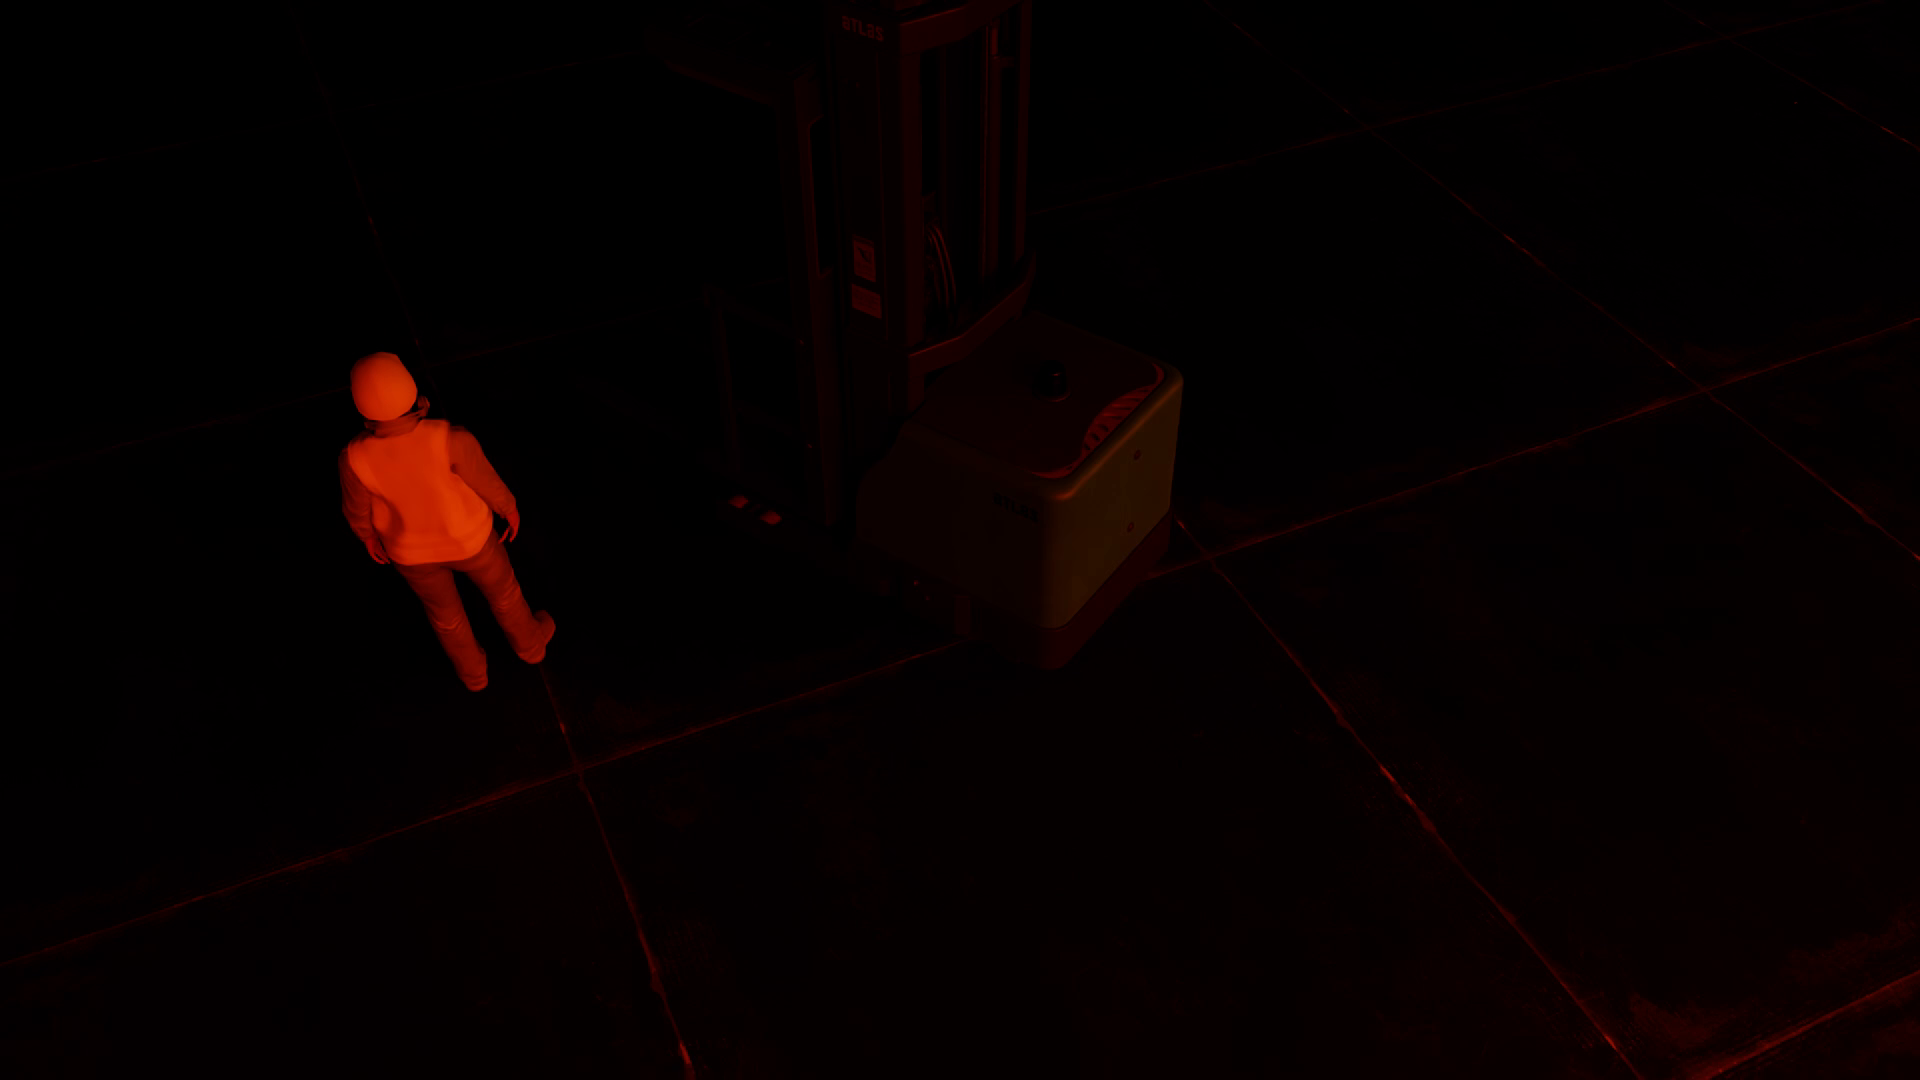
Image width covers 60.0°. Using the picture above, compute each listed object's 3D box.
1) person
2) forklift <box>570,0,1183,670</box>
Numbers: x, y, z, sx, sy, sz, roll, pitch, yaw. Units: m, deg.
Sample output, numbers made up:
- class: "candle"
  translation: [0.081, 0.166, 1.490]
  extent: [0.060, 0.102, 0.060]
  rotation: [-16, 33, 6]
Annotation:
- class: "person"
  translation: [-2.066, -0.082, 6.607]
  extent: [0.633, 1.775, 0.563]
  rotation: [-8, 44, -9]
- class: "forklift"
  translation: [-0.537, -1.317, 7.092]
  extent: [3.031, 2.935, 1.130]
  rotation: [25, 49, 25]
